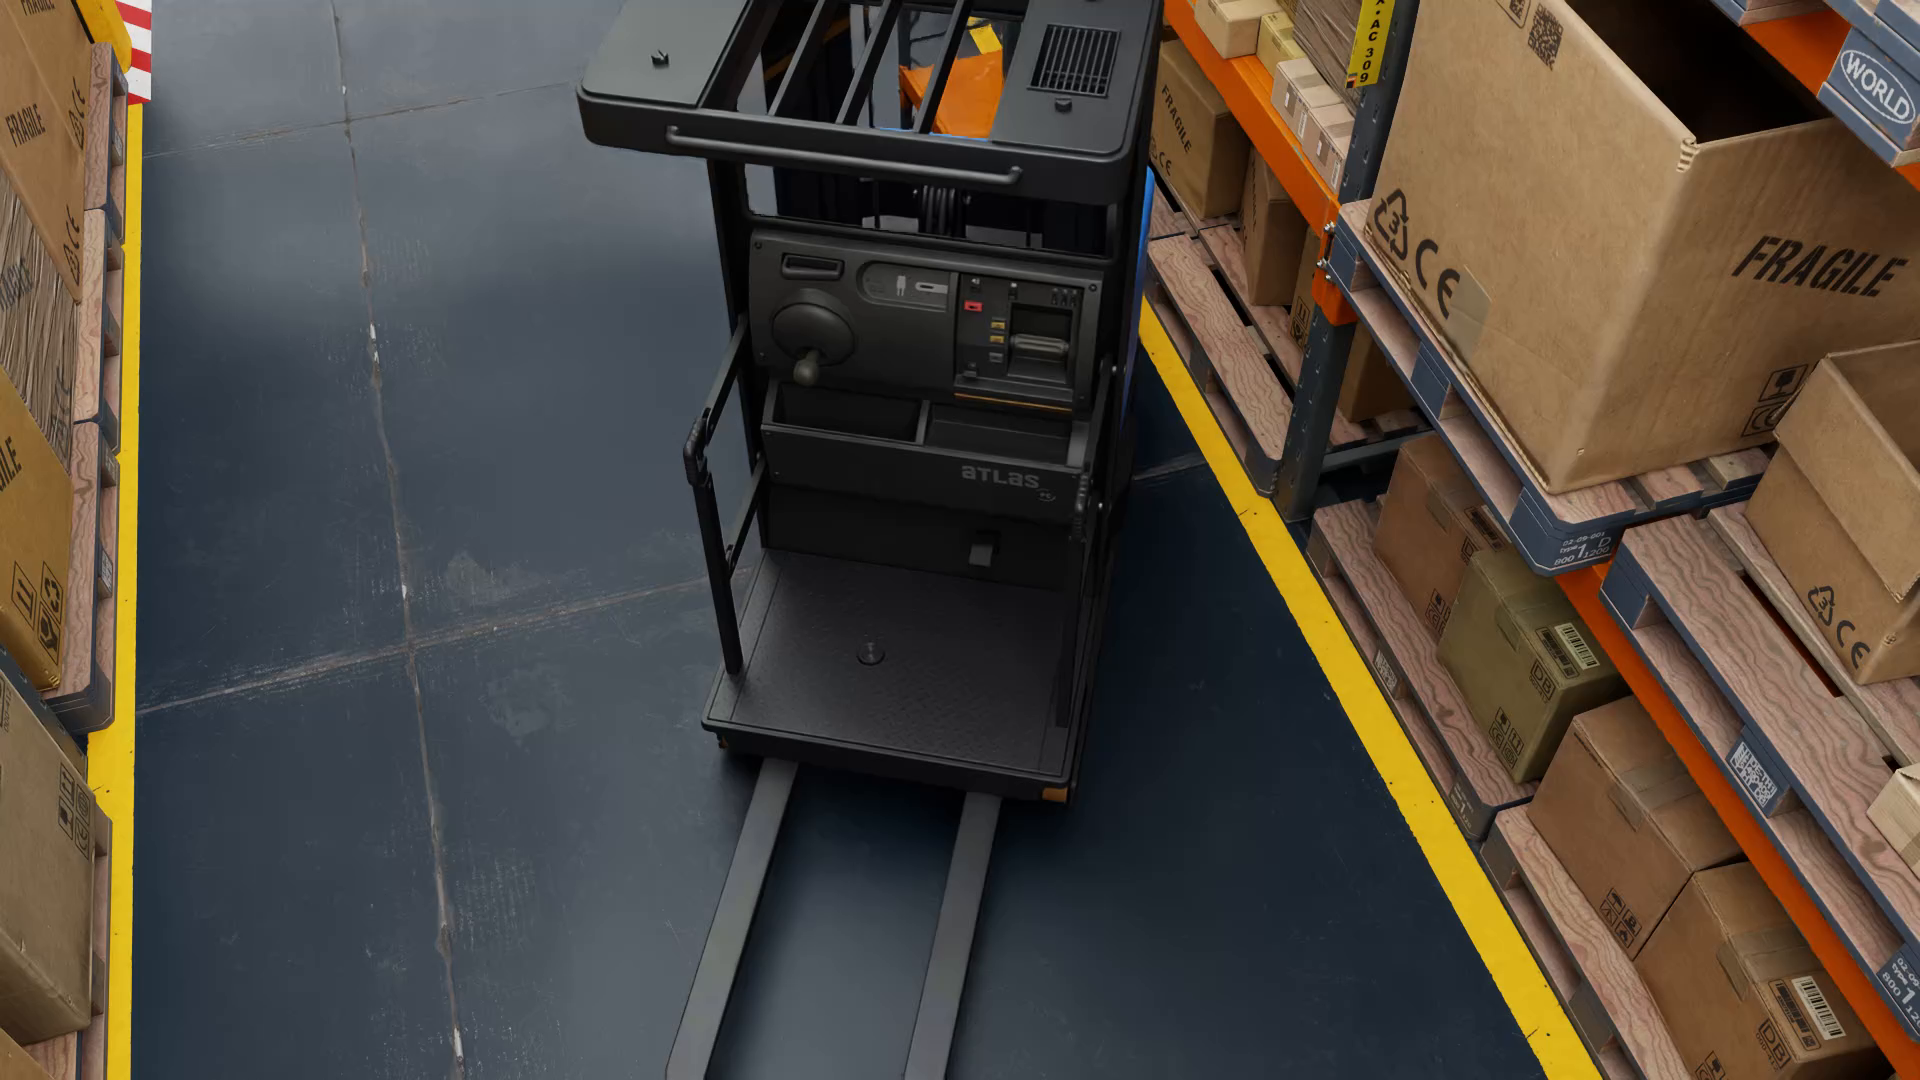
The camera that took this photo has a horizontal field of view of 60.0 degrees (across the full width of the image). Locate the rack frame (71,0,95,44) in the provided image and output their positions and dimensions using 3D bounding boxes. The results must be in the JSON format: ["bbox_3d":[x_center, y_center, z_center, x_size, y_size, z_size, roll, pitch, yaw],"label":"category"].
[{"bbox_3d":[-4.355,-3.049,6.358,1.000,3.000,0.127,-13,51,-11],"label":"rack frame"}]

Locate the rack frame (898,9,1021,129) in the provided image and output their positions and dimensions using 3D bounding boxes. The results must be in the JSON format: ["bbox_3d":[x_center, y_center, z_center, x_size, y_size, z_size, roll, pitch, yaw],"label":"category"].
[{"bbox_3d":[0.001,-1.976,6.435,0.500,1.500,0.032,-17,52,-14],"label":"rack frame"}]

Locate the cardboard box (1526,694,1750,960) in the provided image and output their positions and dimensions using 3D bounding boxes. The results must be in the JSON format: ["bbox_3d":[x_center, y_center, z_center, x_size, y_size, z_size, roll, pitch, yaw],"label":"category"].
[{"bbox_3d":[2.045,0.703,4.542,0.700,0.500,0.500,-17,52,-14],"label":"cardboard box"}]

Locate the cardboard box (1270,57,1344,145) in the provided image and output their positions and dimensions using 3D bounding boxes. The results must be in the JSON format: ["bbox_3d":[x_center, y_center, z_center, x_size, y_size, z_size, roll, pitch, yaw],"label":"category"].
[{"bbox_3d":[1.186,-1.369,5.107,0.380,0.149,0.250,-13,51,-11],"label":"cardboard box"}]

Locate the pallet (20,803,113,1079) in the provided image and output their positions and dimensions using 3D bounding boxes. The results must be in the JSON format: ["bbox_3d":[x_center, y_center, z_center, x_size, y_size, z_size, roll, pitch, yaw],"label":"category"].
[{"bbox_3d":[-2.872,1.318,4.501,1.003,0.211,1.213,-13,51,-11],"label":"pallet"}]

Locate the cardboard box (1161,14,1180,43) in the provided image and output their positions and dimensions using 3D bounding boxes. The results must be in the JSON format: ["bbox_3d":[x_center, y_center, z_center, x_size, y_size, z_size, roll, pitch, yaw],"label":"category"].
[{"bbox_3d":[0.958,-2.076,6.898,0.500,0.500,0.500,-9,50,-8],"label":"cardboard box"}]

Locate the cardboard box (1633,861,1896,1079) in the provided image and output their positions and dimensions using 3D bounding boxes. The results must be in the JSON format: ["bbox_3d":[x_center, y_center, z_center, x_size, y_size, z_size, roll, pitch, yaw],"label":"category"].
[{"bbox_3d":[2.211,1.111,4.199,0.700,0.500,0.500,-9,51,-8],"label":"cardboard box"}]

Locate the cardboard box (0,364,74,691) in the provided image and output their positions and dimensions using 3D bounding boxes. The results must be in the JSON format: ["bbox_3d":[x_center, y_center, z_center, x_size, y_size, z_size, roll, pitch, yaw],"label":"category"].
[{"bbox_3d":[-3.292,-0.053,4.948,0.875,0.875,0.875,-13,51,-10],"label":"cardboard box"}]

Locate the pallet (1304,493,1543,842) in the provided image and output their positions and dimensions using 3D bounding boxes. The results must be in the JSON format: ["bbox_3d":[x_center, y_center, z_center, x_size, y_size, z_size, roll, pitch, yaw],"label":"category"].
[{"bbox_3d":[1.827,0.292,5.366,1.003,0.211,1.213,-13,51,-11],"label":"pallet"}]

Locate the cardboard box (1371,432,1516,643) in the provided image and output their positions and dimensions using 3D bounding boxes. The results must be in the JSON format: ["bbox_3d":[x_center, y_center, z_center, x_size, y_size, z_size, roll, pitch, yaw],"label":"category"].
[{"bbox_3d":[1.756,-0.058,5.184,0.700,0.500,0.500,-17,52,-14],"label":"cardboard box"}]

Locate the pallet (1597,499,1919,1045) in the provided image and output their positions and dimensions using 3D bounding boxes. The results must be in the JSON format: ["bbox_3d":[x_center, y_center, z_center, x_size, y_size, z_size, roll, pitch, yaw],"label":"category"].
[{"bbox_3d":[2.154,0.372,3.600,1.003,0.211,1.213,-13,51,-11],"label":"pallet"}]

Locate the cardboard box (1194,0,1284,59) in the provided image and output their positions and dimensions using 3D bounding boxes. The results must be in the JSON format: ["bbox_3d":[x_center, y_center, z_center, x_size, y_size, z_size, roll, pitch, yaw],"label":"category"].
[{"bbox_3d":[0.989,-1.723,5.405,0.380,0.149,0.250,-13,51,-11],"label":"cardboard box"}]

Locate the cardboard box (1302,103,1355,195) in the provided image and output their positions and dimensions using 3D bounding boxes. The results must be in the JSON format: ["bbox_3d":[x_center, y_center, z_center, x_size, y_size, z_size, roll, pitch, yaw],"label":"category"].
[{"bbox_3d":[1.251,-1.185,4.951,0.380,0.149,0.250,-13,51,-11],"label":"cardboard box"}]

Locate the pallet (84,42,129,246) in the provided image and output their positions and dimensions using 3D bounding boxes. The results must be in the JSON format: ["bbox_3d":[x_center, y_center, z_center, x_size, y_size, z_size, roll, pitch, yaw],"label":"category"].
[{"bbox_3d":[-4.044,-1.584,6.947,1.003,0.211,1.213,-13,51,-11],"label":"pallet"}]

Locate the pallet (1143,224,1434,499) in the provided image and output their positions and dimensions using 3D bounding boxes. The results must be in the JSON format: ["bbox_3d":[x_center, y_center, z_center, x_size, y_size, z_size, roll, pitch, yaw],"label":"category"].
[{"bbox_3d":[1.363,-0.759,6.252,1.003,0.211,1.213,-13,51,-11],"label":"pallet"}]

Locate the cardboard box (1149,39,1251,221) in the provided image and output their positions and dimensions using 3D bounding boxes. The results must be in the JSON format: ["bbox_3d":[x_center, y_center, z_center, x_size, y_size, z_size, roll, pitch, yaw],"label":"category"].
[{"bbox_3d":[1.080,-1.658,6.546,0.500,0.500,0.500,-17,52,-14],"label":"cardboard box"}]

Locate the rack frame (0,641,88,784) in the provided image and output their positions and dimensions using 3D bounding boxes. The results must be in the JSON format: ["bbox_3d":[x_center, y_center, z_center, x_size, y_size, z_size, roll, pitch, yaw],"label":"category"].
[{"bbox_3d":[-3.173,-0.127,3.895,1.000,3.000,0.127,-13,51,-11],"label":"rack frame"}]

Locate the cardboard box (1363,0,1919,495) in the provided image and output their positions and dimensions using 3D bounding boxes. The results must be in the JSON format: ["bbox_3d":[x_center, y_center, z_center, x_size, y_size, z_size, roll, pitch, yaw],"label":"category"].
[{"bbox_3d":[1.697,-0.892,3.873,1.000,1.000,1.000,-13,51,-11],"label":"cardboard box"}]

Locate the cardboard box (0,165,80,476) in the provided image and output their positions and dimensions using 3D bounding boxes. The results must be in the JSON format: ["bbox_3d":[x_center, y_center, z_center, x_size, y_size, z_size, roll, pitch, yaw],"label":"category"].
[{"bbox_3d":[-3.562,-0.711,5.502,0.875,0.875,0.875,-13,51,-11],"label":"cardboard box"}]

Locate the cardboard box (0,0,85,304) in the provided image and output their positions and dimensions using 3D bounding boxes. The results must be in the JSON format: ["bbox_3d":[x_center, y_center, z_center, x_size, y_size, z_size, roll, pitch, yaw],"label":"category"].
[{"bbox_3d":[-3.830,-1.377,6.064,0.875,0.875,0.875,-14,51,-12],"label":"cardboard box"}]

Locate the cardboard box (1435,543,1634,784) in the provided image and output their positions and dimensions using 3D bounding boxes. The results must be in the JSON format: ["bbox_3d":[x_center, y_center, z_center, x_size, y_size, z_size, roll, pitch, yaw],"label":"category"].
[{"bbox_3d":[1.880,0.295,4.887,0.700,0.500,0.500,-14,51,-11],"label":"cardboard box"}]

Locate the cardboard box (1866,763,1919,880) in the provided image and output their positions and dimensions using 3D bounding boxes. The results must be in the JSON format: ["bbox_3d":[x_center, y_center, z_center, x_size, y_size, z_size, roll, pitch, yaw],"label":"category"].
[{"bbox_3d":[2.027,0.498,3.182,0.396,0.266,0.258,-15,51,-12],"label":"cardboard box"}]

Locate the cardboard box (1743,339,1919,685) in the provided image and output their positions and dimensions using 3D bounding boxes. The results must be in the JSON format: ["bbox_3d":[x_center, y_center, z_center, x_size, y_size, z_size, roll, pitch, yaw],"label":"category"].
[{"bbox_3d":[2.196,-0.098,3.529,0.797,0.503,0.637,-9,50,-7],"label":"cardboard box"}]

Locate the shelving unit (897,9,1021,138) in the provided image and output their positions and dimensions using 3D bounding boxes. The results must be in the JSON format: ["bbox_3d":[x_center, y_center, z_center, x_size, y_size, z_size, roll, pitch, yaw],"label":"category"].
[{"bbox_3d":[0.191,-1.608,6.125,0.587,1.500,1.083,-17,52,-14],"label":"shelving unit"}]

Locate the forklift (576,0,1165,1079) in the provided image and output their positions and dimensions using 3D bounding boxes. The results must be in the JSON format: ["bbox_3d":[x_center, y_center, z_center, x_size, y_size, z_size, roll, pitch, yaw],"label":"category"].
[{"bbox_3d":[-0.137,-0.461,4.222,1.130,2.935,3.031,8,50,7],"label":"forklift"}]

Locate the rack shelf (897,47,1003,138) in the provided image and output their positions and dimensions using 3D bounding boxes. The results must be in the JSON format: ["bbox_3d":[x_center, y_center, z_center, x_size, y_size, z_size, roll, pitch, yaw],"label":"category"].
[{"bbox_3d":[0.188,-1.498,6.267,0.538,0.185,1.000,-17,52,-14],"label":"rack shelf"}]

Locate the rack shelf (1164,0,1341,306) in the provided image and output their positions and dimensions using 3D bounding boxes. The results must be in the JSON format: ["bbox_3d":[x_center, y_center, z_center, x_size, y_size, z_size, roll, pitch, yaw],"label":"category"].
[{"bbox_3d":[1.004,-2.404,6.285,1.077,0.370,4.000,-13,51,-11],"label":"rack shelf"}]

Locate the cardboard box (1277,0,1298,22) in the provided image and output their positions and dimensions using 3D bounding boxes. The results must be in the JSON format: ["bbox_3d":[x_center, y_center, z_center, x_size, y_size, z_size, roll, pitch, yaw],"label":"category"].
[{"bbox_3d":[1.407,-2.019,5.230,0.875,0.500,0.500,-13,51,-11],"label":"cardboard box"}]

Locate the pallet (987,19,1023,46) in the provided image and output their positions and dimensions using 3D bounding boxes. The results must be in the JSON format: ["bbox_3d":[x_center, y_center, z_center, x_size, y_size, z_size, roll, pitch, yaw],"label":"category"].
[{"bbox_3d":[0.641,-2.541,7.754,1.003,0.211,1.213,-13,51,-11],"label":"pallet"}]

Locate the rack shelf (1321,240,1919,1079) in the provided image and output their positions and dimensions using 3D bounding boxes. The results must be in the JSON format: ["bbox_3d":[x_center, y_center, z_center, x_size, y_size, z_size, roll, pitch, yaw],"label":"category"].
[{"bbox_3d":[2.187,0.518,3.822,1.077,0.370,4.000,-13,51,-11],"label":"rack shelf"}]

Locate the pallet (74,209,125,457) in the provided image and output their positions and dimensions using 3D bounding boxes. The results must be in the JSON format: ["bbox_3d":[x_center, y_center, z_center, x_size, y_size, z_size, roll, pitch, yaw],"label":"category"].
[{"bbox_3d":[-3.687,-0.694,6.197,1.003,0.211,1.213,-13,51,-11],"label":"pallet"}]

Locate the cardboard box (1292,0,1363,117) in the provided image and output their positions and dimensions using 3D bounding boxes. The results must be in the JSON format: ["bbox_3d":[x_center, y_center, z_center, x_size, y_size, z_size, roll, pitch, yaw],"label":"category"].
[{"bbox_3d":[1.521,-1.646,4.916,0.875,0.500,0.500,-13,51,-11],"label":"cardboard box"}]

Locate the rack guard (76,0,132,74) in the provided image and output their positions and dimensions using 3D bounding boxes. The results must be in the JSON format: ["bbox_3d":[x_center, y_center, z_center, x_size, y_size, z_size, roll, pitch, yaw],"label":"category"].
[{"bbox_3d":[-4.363,-2.261,7.329,1.175,0.500,0.348,-13,51,-11],"label":"rack guard"}]

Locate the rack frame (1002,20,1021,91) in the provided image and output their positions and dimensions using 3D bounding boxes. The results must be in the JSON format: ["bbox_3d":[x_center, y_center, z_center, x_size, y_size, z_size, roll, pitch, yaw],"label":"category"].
[{"bbox_3d":[0.375,-1.253,5.825,0.500,1.500,0.032,-17,52,-14],"label":"rack frame"}]

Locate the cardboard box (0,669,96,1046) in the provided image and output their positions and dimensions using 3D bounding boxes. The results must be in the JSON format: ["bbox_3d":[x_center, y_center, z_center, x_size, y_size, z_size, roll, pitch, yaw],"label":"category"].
[{"bbox_3d":[-2.903,0.895,4.230,1.050,0.750,0.750,-14,51,-11],"label":"cardboard box"}]

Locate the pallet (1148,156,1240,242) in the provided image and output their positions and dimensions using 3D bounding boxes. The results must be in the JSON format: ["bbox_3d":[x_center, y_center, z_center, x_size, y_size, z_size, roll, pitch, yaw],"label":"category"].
[{"bbox_3d":[0.999,-1.651,7.004,1.003,0.211,1.213,-13,51,-11],"label":"pallet"}]

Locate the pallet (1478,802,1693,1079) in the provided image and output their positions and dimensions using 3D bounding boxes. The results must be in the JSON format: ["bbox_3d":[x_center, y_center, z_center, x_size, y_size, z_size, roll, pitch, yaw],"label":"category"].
[{"bbox_3d":[2.192,1.185,4.613,1.003,0.211,1.213,-13,51,-11],"label":"pallet"}]

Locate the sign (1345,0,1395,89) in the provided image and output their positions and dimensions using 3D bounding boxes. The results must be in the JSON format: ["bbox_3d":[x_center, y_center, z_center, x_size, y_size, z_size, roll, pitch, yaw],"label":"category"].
[{"bbox_3d":[1.079,-1.326,4.340,0.100,0.325,0.005,-13,51,-11],"label":"sign"}]

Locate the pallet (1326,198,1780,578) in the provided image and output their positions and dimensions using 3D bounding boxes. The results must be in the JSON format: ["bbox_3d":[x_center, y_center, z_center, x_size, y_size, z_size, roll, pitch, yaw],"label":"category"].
[{"bbox_3d":[1.683,-0.522,4.354,1.003,0.211,1.213,-13,51,-11],"label":"pallet"}]

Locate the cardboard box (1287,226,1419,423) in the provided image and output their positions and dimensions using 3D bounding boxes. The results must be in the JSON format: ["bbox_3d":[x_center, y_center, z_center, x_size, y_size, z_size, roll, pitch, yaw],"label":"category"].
[{"bbox_3d":[1.515,-0.806,5.828,0.500,0.500,0.500,-15,51,-12],"label":"cardboard box"}]

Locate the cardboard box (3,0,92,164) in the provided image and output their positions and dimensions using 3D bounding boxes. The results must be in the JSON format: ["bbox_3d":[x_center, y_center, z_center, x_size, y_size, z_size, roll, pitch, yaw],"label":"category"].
[{"bbox_3d":[-4.092,-2.019,6.605,0.875,0.875,0.875,-13,51,-11],"label":"cardboard box"}]

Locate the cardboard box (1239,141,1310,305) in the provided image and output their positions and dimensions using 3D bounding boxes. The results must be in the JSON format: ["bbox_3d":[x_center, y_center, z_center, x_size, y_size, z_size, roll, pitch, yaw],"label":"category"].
[{"bbox_3d":[1.339,-1.223,6.179,0.500,0.500,0.500,1,50,1],"label":"cardboard box"}]

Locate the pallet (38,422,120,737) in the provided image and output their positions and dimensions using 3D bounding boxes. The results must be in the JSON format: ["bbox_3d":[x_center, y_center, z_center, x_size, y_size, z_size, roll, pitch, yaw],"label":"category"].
[{"bbox_3d":[-3.323,0.198,5.445,1.003,0.211,1.213,-13,51,-11],"label":"pallet"}]

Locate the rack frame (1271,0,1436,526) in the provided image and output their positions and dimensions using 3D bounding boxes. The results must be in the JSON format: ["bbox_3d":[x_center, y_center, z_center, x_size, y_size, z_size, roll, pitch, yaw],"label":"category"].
[{"bbox_3d":[1.595,-1.175,4.779,1.000,3.000,0.127,-13,51,-11],"label":"rack frame"}]

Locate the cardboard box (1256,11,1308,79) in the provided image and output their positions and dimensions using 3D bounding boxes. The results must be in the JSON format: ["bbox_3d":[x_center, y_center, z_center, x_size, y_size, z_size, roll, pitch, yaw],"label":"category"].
[{"bbox_3d":[1.170,-1.566,5.272,0.380,0.149,0.250,-13,51,-11],"label":"cardboard box"}]
